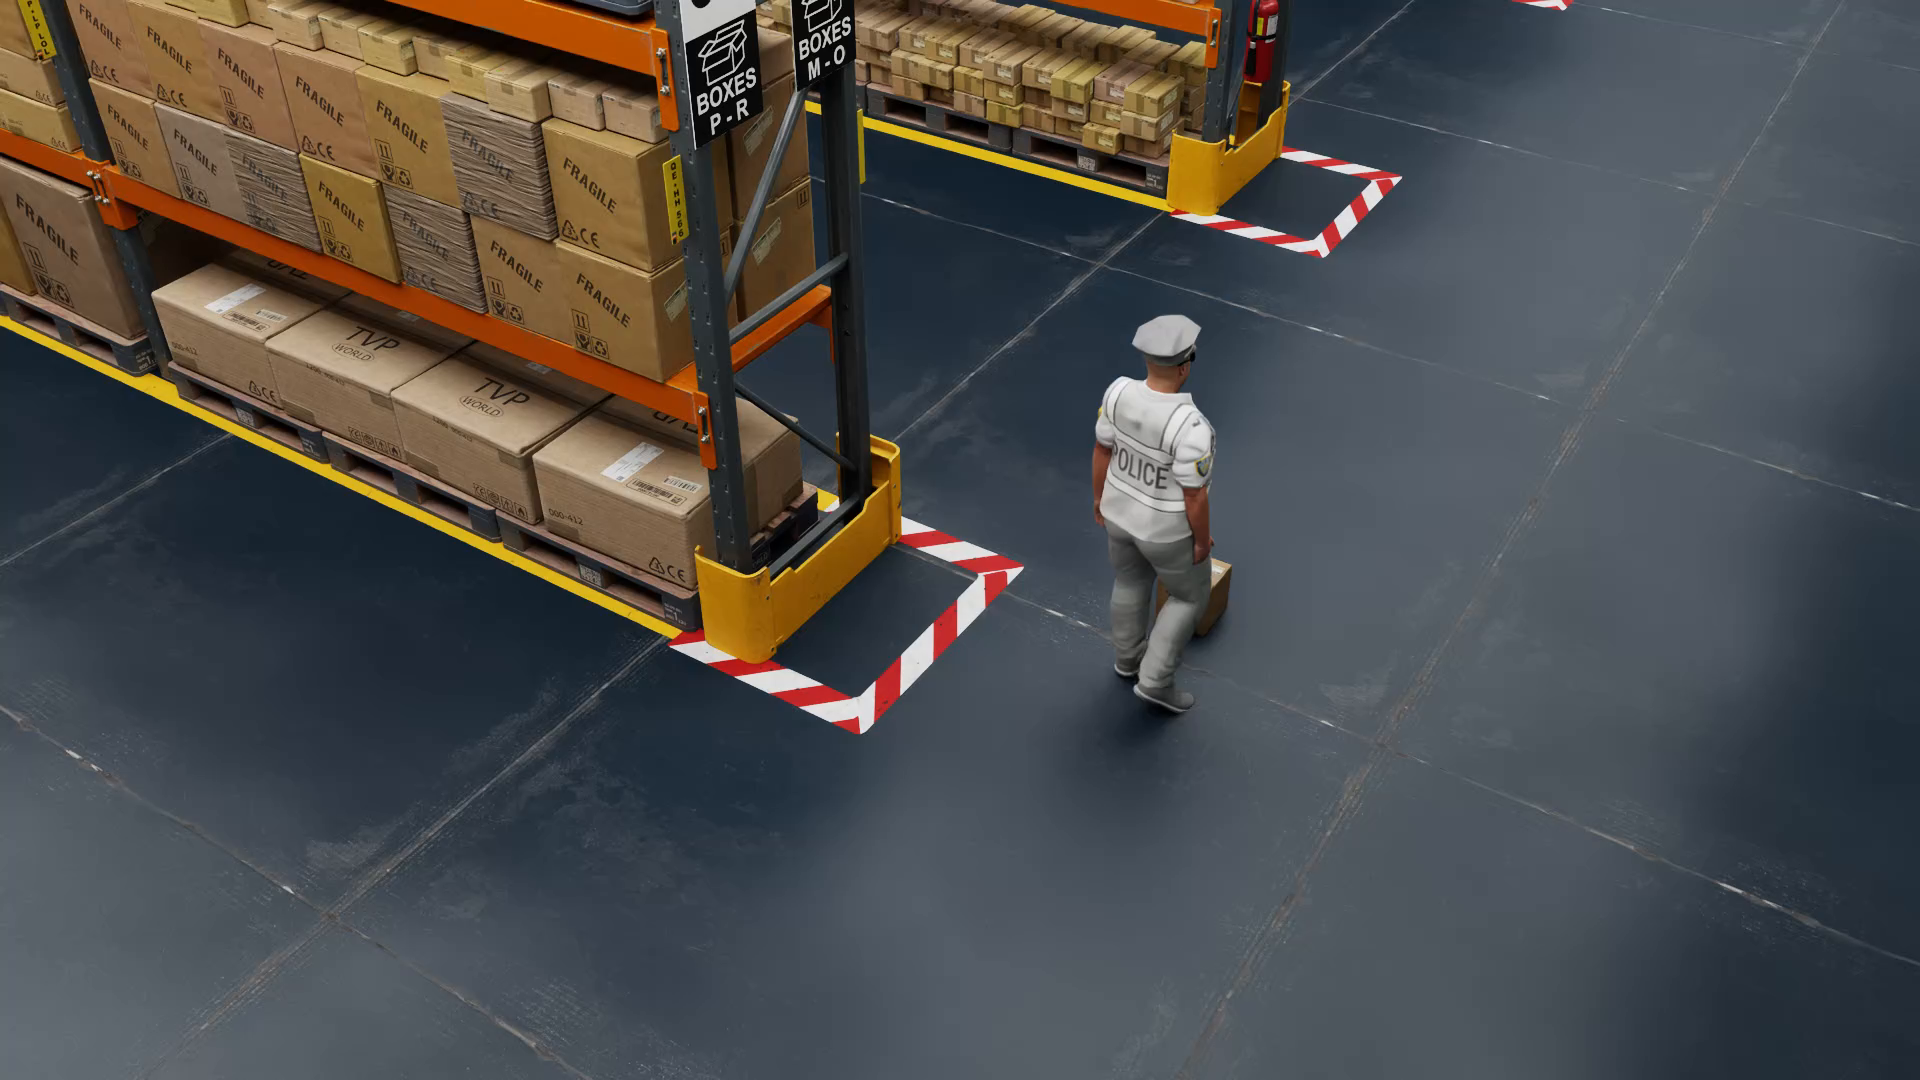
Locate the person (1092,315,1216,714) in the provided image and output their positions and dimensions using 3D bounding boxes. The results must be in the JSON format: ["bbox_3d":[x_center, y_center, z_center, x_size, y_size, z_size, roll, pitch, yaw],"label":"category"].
[{"bbox_3d":[0.811,-0.086,6.807,0.444,1.809,0.567,-30,47,-33],"label":"person"}]
